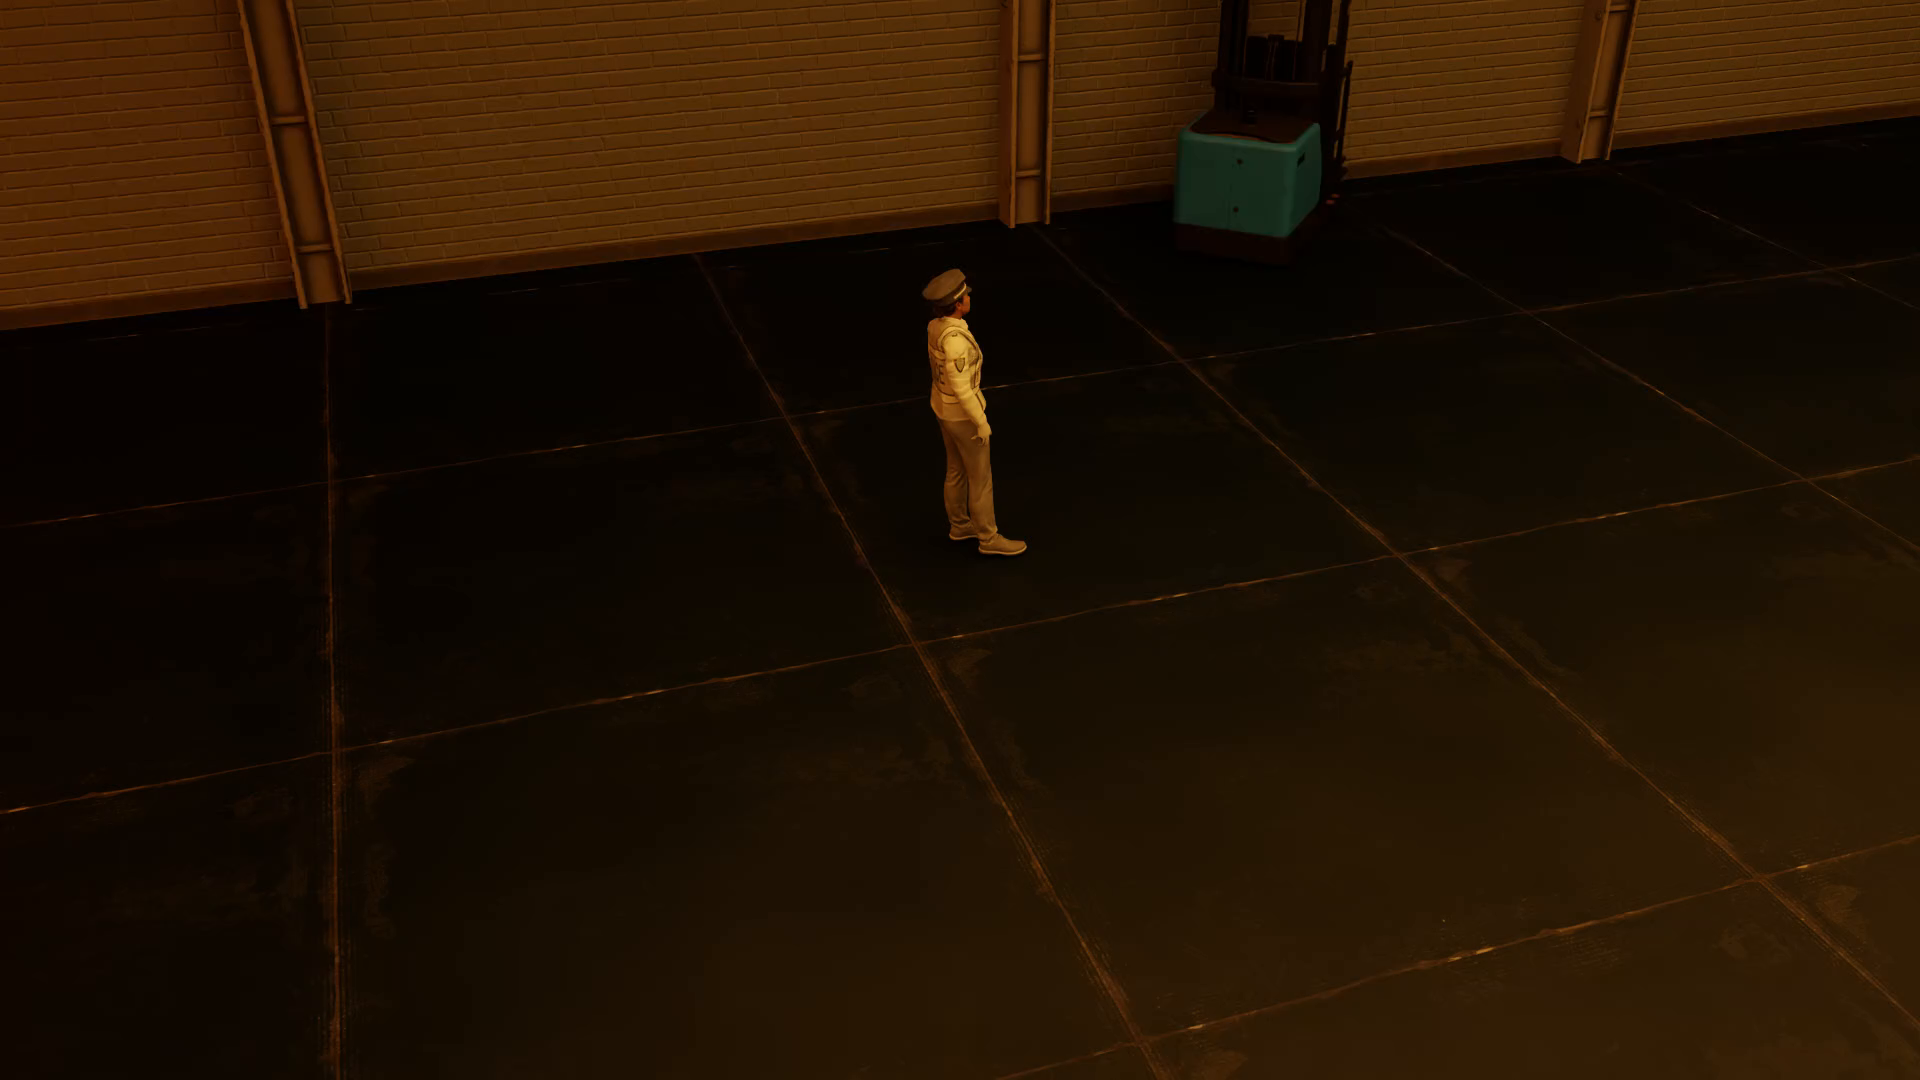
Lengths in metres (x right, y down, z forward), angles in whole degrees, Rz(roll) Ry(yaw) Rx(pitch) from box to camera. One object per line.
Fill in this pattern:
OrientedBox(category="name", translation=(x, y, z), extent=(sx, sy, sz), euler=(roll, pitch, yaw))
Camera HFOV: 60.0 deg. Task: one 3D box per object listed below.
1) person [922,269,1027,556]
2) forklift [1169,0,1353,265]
OrientedBox(category="person", translation=(0.068, -0.748, 9.613), extent=(0.530, 1.694, 0.586), euler=(-10, 31, -16))
OrientedBox(category="forklift", translation=(2.866, -4.274, 14.515), extent=(1.130, 2.935, 3.031), euler=(13, 32, 21))
